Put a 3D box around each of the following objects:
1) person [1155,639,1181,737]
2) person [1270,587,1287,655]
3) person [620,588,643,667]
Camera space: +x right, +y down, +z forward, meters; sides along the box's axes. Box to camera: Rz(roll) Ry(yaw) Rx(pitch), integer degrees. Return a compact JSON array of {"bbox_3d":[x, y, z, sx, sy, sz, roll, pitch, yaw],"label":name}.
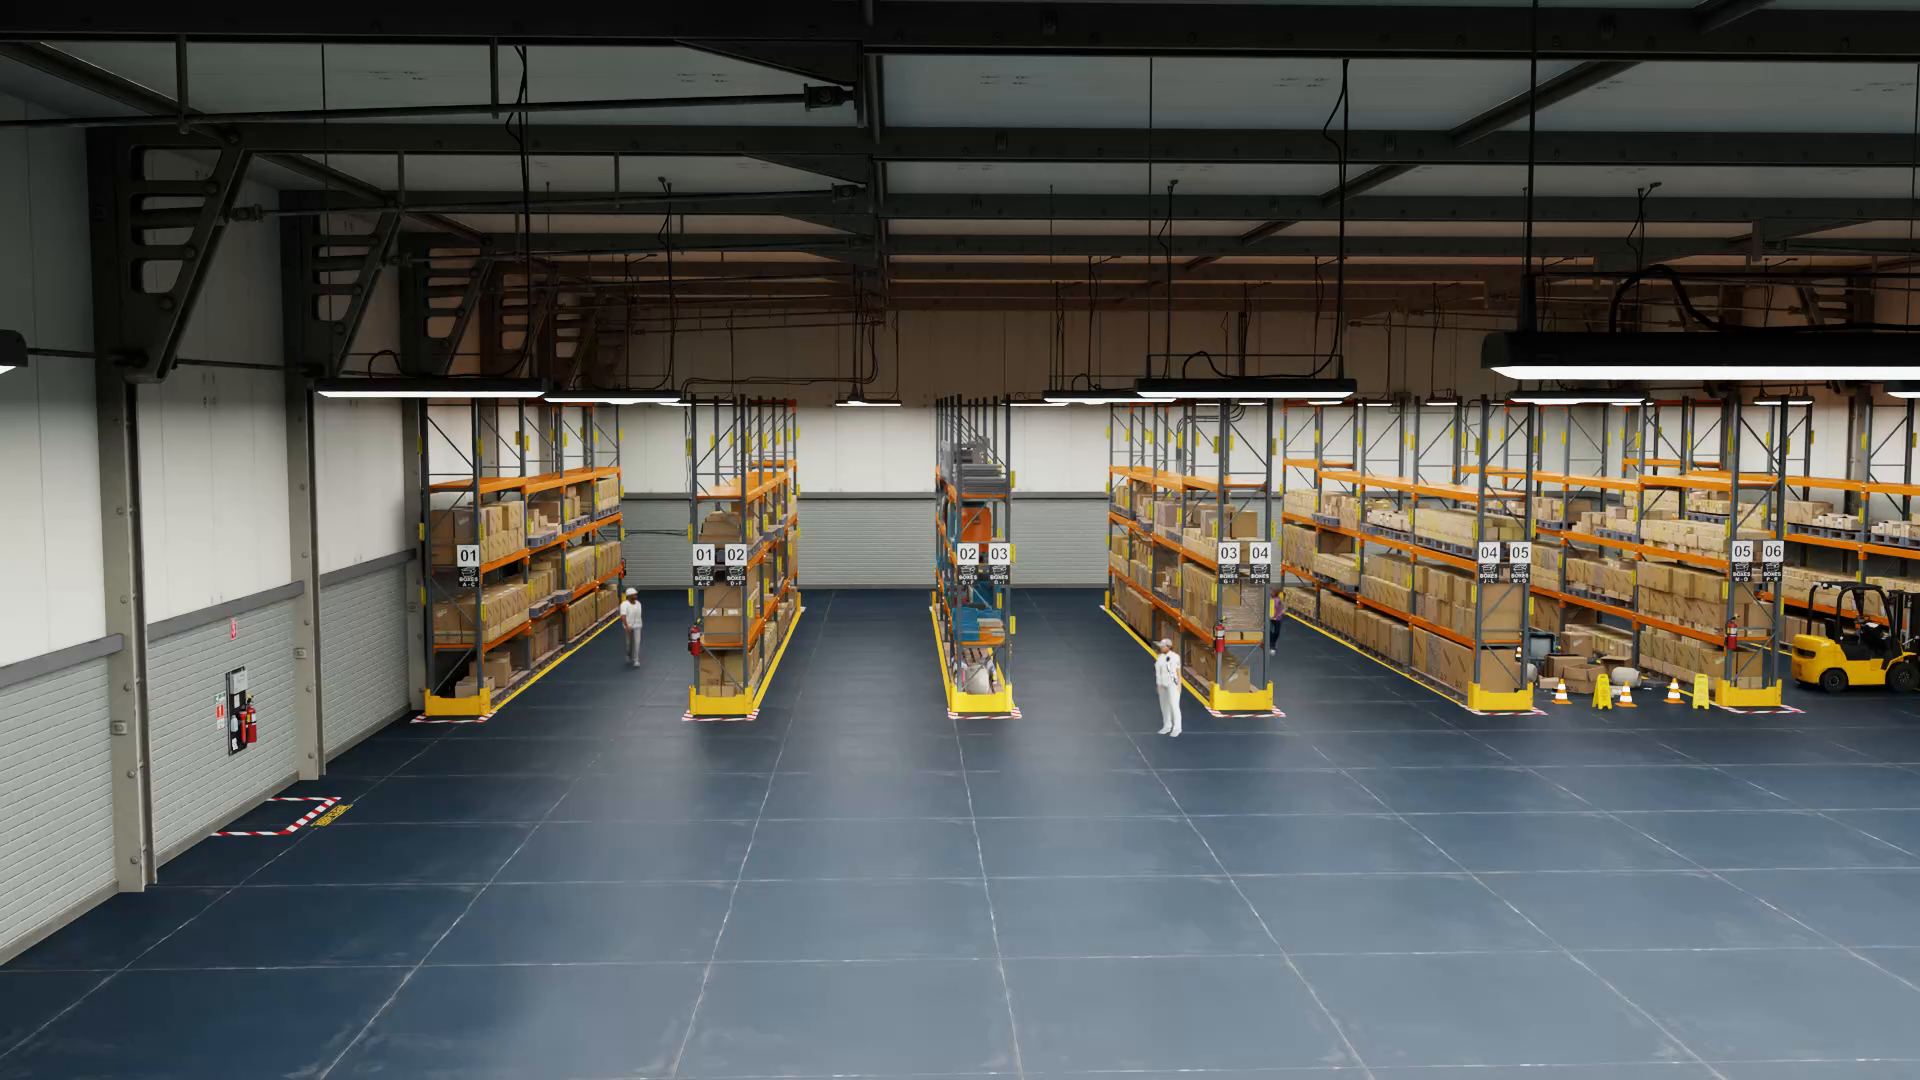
[{"bbox_3d":[3.673,2.596,29.363,0.435,1.702,0.572,-4,6,-43],"label":"person"},{"bbox_3d":[7.412,1.888,38.999,0.478,1.579,0.672,0,5,4],"label":"person"},{"bbox_3d":[-7.326,1.941,37.112,0.482,1.724,1.028,-1,5,-10],"label":"person"}]
